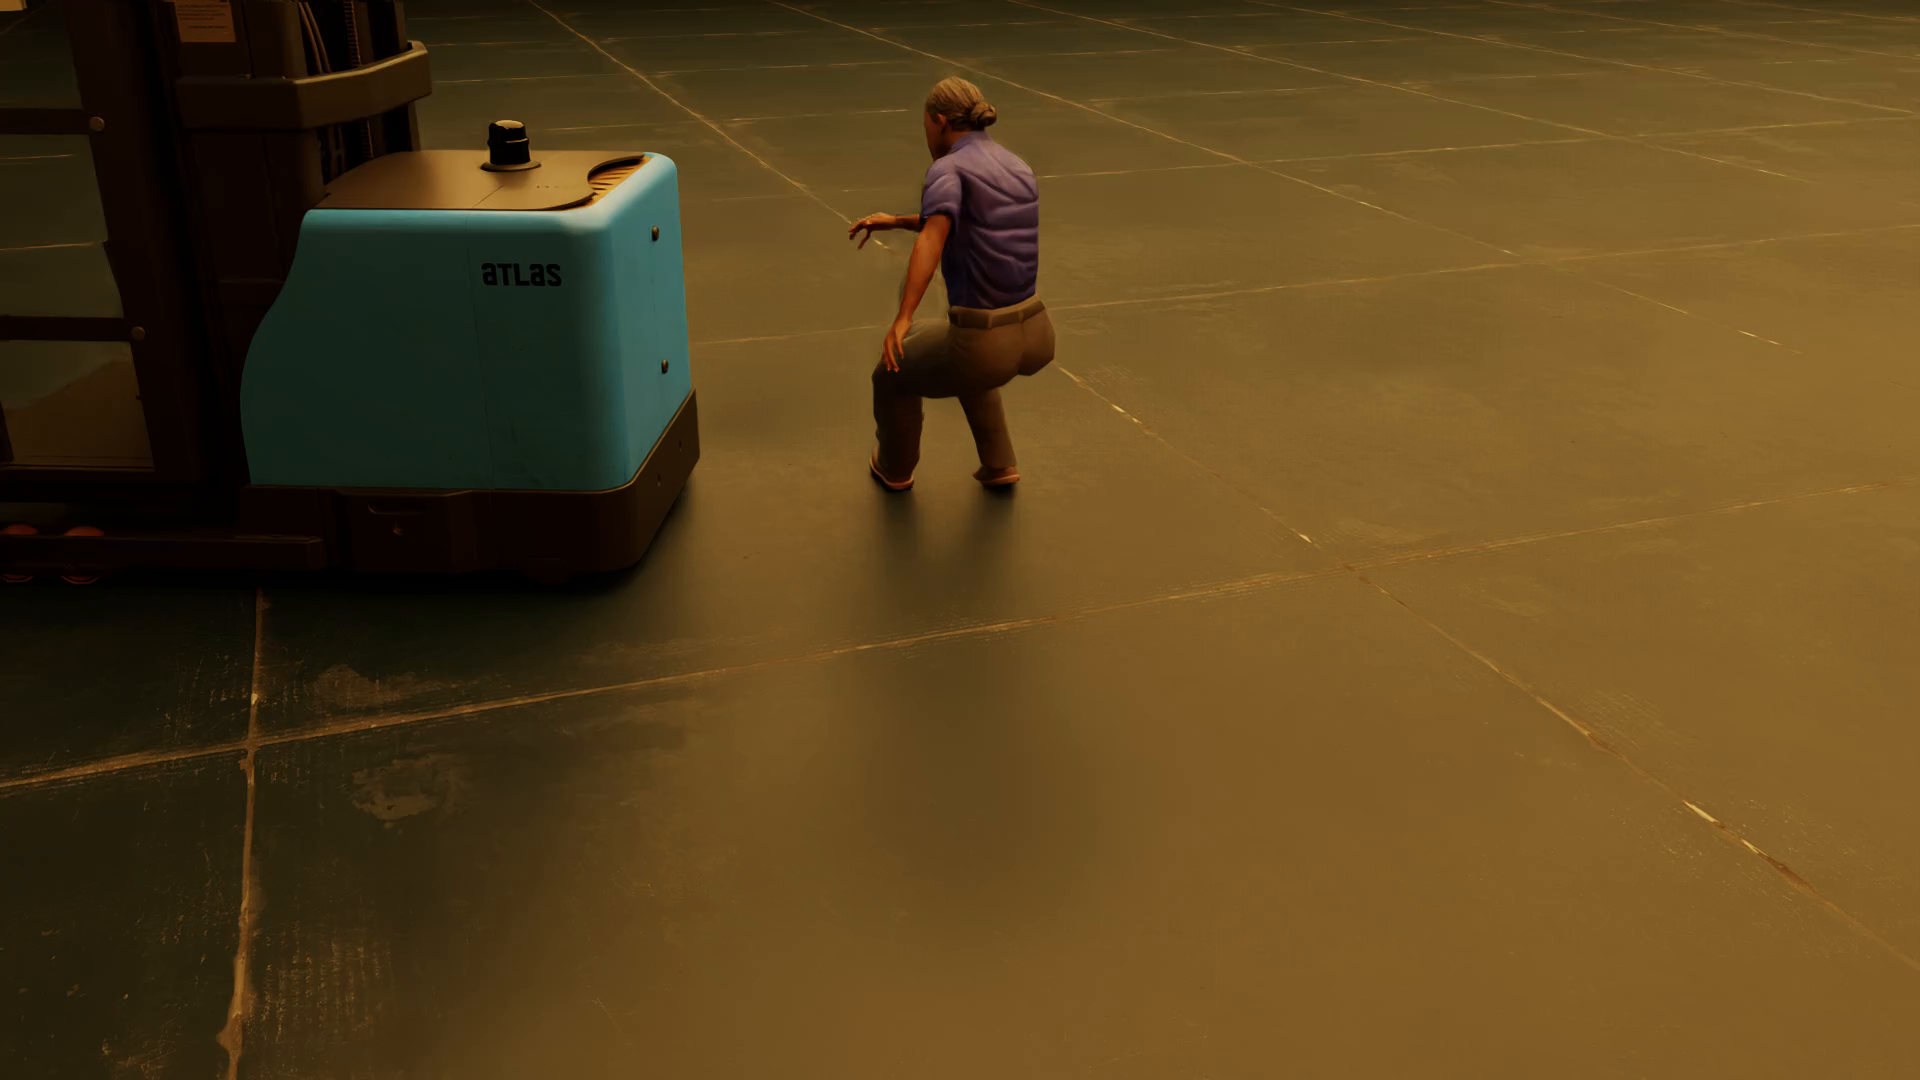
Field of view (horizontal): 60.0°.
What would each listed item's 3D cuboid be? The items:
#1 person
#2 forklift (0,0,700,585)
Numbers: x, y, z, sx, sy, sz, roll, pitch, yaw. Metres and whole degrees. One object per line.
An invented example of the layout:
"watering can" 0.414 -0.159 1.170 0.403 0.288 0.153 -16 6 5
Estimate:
"person" -0.132 -0.661 4.991 0.900 1.396 1.000 21 31 41
"forklift" -2.404 -1.425 4.688 3.031 2.935 1.130 1 23 3
